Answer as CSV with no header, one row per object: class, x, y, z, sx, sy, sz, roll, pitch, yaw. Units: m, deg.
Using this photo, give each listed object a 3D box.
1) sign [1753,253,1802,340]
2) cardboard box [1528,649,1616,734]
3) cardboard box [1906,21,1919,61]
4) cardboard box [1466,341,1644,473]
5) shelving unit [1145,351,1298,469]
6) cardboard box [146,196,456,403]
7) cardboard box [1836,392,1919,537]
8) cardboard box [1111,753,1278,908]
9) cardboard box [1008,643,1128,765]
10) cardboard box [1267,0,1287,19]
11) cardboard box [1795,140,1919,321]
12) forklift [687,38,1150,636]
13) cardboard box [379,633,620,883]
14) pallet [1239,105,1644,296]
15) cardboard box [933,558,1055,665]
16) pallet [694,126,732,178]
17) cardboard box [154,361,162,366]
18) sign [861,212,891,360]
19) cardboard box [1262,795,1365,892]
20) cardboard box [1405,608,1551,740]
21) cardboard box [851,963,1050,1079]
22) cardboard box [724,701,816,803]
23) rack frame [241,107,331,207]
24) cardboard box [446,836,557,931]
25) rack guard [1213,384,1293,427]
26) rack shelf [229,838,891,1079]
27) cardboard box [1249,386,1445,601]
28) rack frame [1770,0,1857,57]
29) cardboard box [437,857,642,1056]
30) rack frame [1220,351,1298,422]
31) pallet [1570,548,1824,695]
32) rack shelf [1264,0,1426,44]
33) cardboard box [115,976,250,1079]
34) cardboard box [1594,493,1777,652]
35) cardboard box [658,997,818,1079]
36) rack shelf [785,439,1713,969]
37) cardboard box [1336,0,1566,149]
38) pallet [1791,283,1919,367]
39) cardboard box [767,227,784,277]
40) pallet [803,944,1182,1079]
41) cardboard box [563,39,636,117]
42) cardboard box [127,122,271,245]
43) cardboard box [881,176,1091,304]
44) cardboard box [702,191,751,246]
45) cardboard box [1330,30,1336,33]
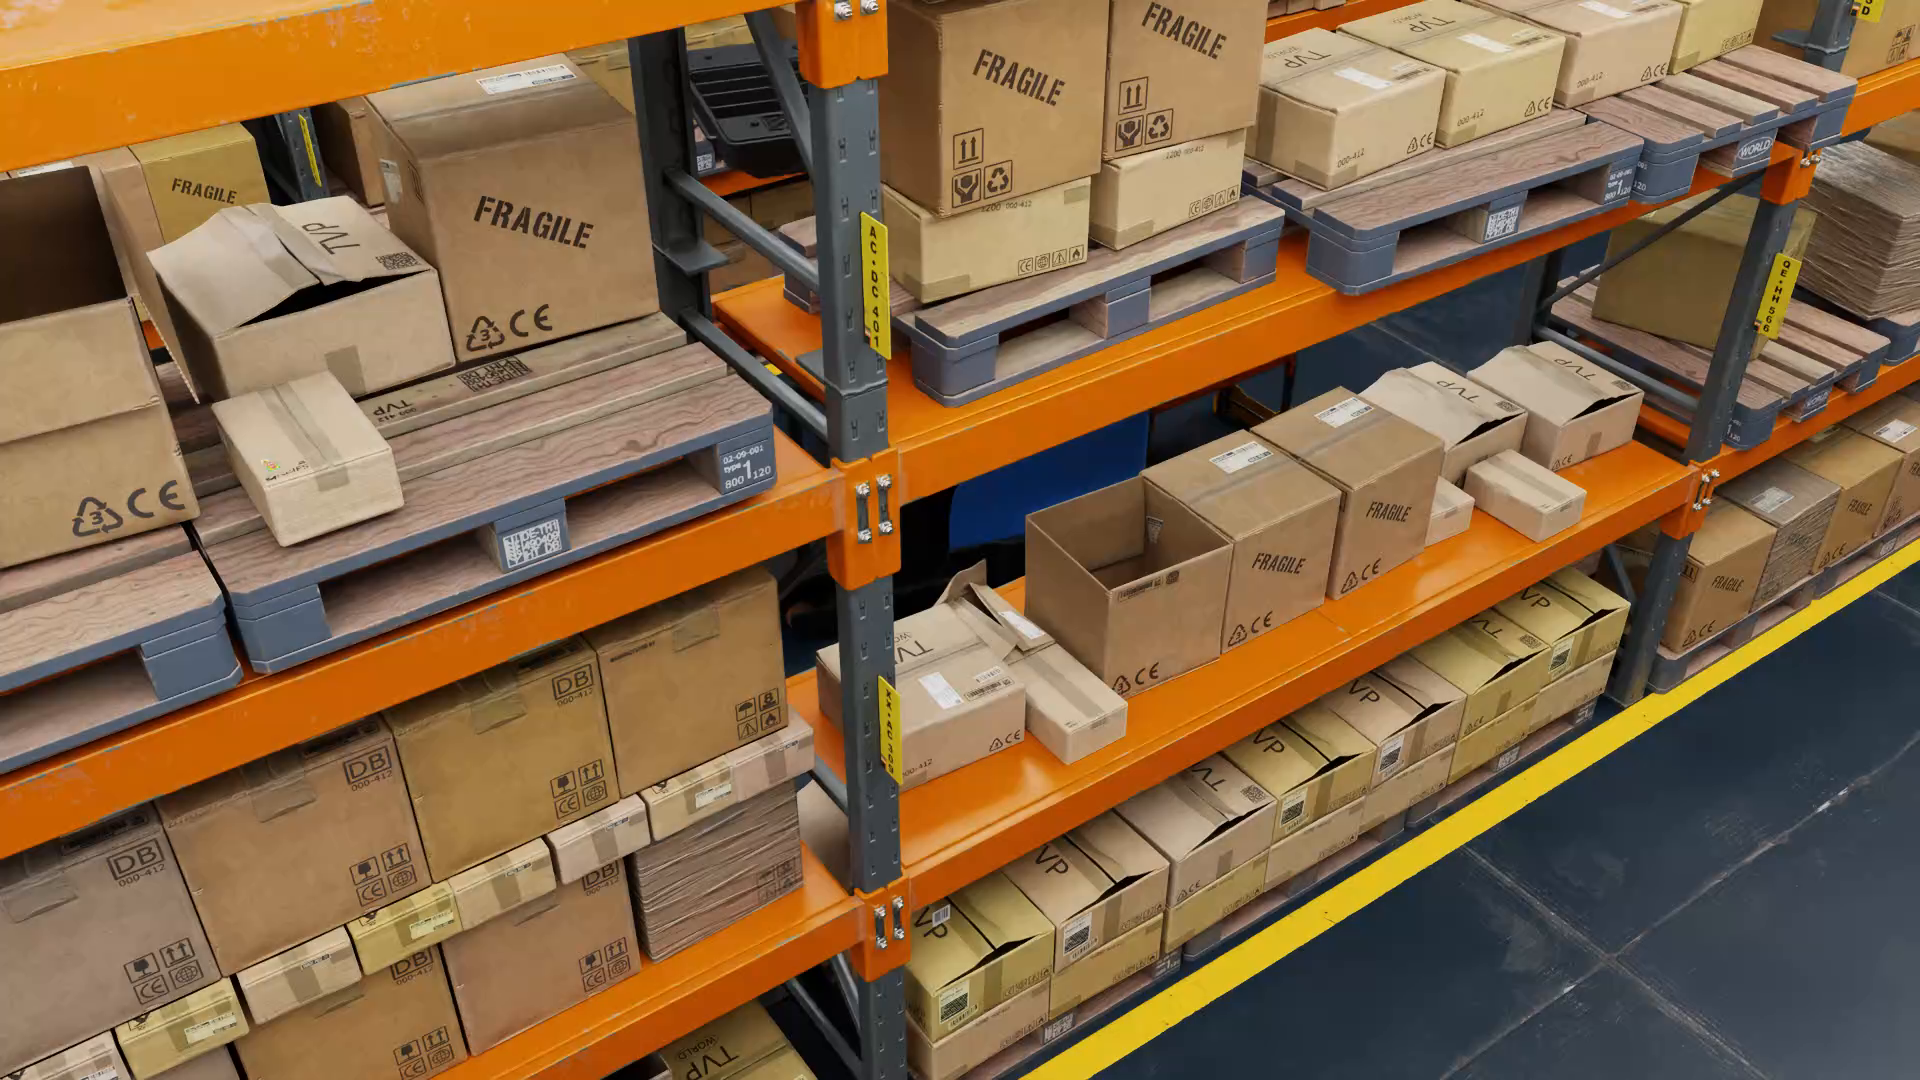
sign,3.084,-0.918,6.279,0.005,0.325,0.100,-22,41,-28
cardboard box,2.472,0.527,7.256,0.500,0.250,0.500,-21,41,-27
cardboard box,3.516,-2.305,6.544,0.500,0.500,0.910,-22,41,-28
cardboard box,2.439,-0.574,6.869,0.500,0.311,0.500,-20,40,-25
shelving unit,1.249,-1.067,8.762,1.083,1.500,0.587,-23,41,-28
cardboard box,-1.513,-0.550,3.787,0.500,0.311,0.500,-25,43,-30
cardboard box,4.560,-0.415,8.336,0.500,0.500,0.500,-24,42,-29
cardboard box,0.808,0.991,6.131,0.500,0.311,0.500,-24,42,-29
cardboard box,0.334,0.535,5.466,0.250,0.149,0.380,-22,41,-28
cardboard box,1.998,-3.671,11.297,0.250,0.149,0.380,-24,42,-29
cardboard box,4.069,-1.405,7.503,0.500,0.500,0.700,-15,38,-19
forklift,-0.647,-1.080,7.555,3.031,2.935,1.130,-12,37,-16
cardboard box,-1.279,0.389,4.257,0.500,0.500,0.700,-22,41,-28
pallet,1.346,-1.204,5.262,1.213,0.211,1.003,-20,40,-26
cardboard box,0.105,0.305,5.686,0.258,0.266,0.396,-23,42,-29
pallet,-1.689,-2.312,9.373,1.213,0.211,1.003,-22,41,-28
cardboard box,-4.190,-0.525,8.488,0.500,0.500,0.500,-26,43,-31
sign,-0.187,-0.562,3.696,0.005,0.325,0.100,-22,41,-28
cardboard box,1.222,1.044,6.537,0.500,0.250,0.500,-22,41,-27
cardboard box,2.055,0.478,6.845,0.500,0.311,0.500,-23,42,-29
cardboard box,-0.035,1.562,5.818,0.500,0.250,0.500,-23,42,-29
cardboard box,-0.607,0.523,4.626,0.250,0.149,0.380,-22,41,-28
rack frame,-3.364,-1.729,8.399,0.127,3.000,1.000,-22,41,-28
cardboard box,-1.236,0.784,4.264,0.250,0.149,0.380,-22,41,-28
rack guard,1.656,-0.727,9.361,0.087,0.250,0.587,-23,41,-28
rack shelf,-2.142,1.598,4.388,4.000,0.370,1.077,-22,41,-28
cardboard box,1.400,-0.180,6.159,0.500,0.500,0.500,-25,42,-30
rack frame,2.762,-3.147,5.232,0.127,3.000,1.000,-22,41,-28
cardboard box,-1.294,0.926,4.622,0.500,0.500,0.700,-23,42,-28
rack frame,1.657,-1.235,8.996,0.032,1.500,0.500,-23,41,-28
pallet,3.394,0.187,8.122,1.213,0.211,1.003,-22,41,-28
rack shelf,1.540,-3.455,11.415,4.000,0.370,1.077,-22,41,-28
cardboard box,-1.861,1.040,3.906,0.250,0.149,0.380,-21,41,-26
cardboard box,3.299,0.108,7.609,0.500,0.500,0.500,-21,41,-26
cardboard box,-0.761,1.840,5.432,0.500,0.250,0.500,-22,41,-28
rack shelf,1.127,0.253,6.259,4.000,0.370,1.077,-22,41,-28
cardboard box,1.531,-1.488,5.263,0.500,0.250,0.500,-23,42,-29
pallet,4.349,-1.290,7.953,1.213,0.211,1.003,-22,41,-28
cardboard box,-1.141,-1.854,10.336,0.500,0.500,0.700,-22,41,-28
pallet,0.072,1.499,6.298,1.213,0.211,1.003,-22,41,-28
cardboard box,-1.948,-2.524,9.042,0.500,0.500,0.700,-17,39,-22
cardboard box,-3.573,-1.674,7.792,0.500,0.500,0.500,-22,41,-28
cardboard box,0.002,-0.896,4.441,0.500,0.250,0.500,-18,39,-23
cardboard box,-1.573,-1.939,9.812,0.500,0.250,0.500,-23,41,-28
cardboard box,2.718,-3.437,12.255,0.750,0.750,0.750,-22,41,-27
